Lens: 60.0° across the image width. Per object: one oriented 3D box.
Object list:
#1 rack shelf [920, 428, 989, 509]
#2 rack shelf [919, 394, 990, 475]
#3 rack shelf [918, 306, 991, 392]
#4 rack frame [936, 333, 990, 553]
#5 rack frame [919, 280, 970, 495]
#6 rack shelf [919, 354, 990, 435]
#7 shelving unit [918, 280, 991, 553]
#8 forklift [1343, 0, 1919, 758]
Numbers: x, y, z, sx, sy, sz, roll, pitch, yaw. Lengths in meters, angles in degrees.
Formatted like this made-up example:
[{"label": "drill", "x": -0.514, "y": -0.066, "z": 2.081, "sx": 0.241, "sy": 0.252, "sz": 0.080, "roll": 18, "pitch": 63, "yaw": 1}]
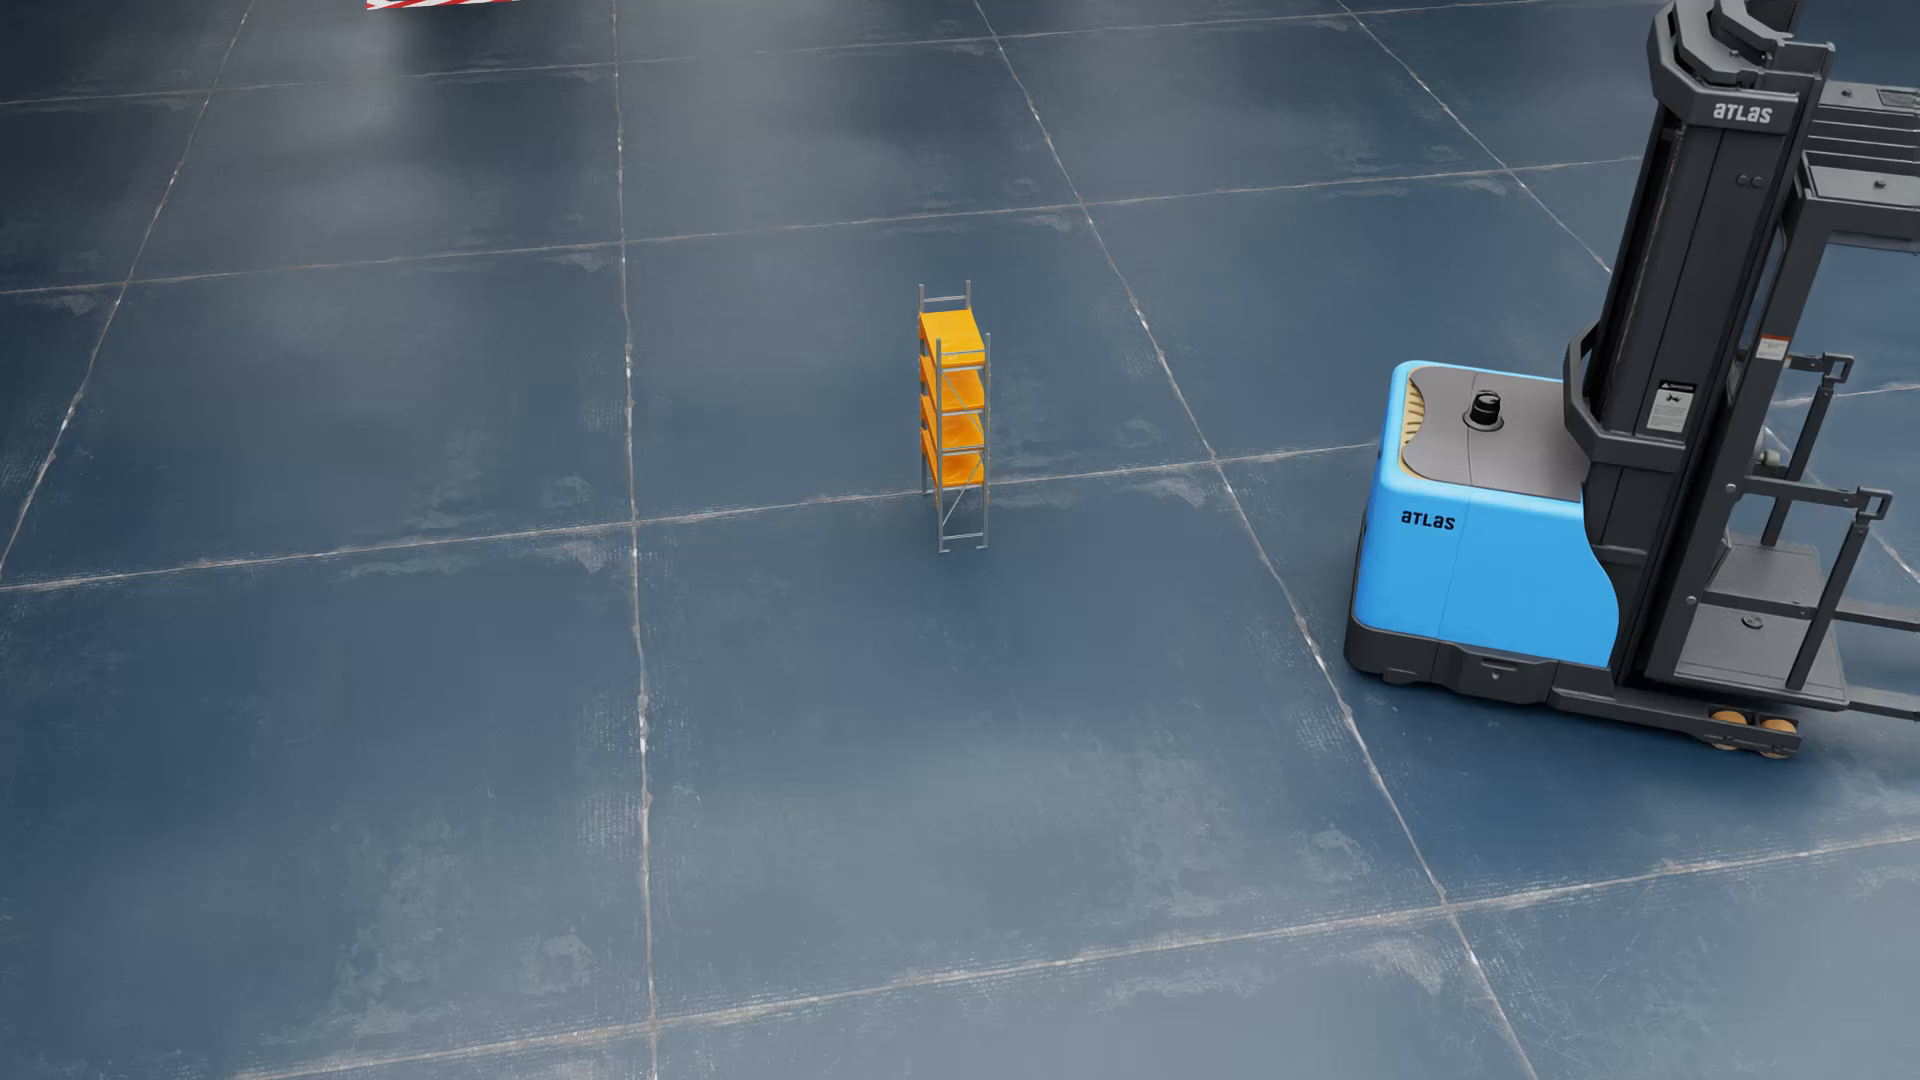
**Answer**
[{"label": "rack shelf", "x": -0.029, "y": -0.364, "z": 8.074, "sx": 0.258, "sy": 0.148, "sz": 0.480, "roll": -6, "pitch": 38, "yaw": -8}, {"label": "rack shelf", "x": -0.029, "y": -0.521, "z": 7.952, "sx": 0.258, "sy": 0.148, "sz": 0.480, "roll": -6, "pitch": 38, "yaw": -8}, {"label": "rack shelf", "x": -0.029, "y": -0.884, "z": 7.669, "sx": 0.258, "sy": 0.148, "sz": 0.480, "roll": -6, "pitch": 38, "yaw": -8}, {"label": "rack frame", "x": 0.014, "y": -0.426, "z": 7.721, "sx": 0.240, "sy": 1.200, "sz": 0.015, "roll": -6, "pitch": 38, "yaw": -8}, {"label": "rack frame", "x": -0.072, "y": -0.721, "z": 8.100, "sx": 0.240, "sy": 1.200, "sz": 0.015, "roll": -6, "pitch": 38, "yaw": -8}, {"label": "rack shelf", "x": -0.029, "y": -0.697, "z": 7.815, "sx": 0.258, "sy": 0.148, "sz": 0.480, "roll": -6, "pitch": 38, "yaw": -8}, {"label": "shelving unit", "x": -0.029, "y": -0.574, "z": 7.911, "sx": 0.258, "sy": 1.200, "sz": 0.503, "roll": -6, "pitch": 38, "yaw": -8}, {"label": "forklift", "x": 3.276, "y": -0.606, "z": 6.541, "sx": 3.031, "sy": 2.935, "sz": 1.130, "roll": 10, "pitch": 39, "yaw": 12}]
